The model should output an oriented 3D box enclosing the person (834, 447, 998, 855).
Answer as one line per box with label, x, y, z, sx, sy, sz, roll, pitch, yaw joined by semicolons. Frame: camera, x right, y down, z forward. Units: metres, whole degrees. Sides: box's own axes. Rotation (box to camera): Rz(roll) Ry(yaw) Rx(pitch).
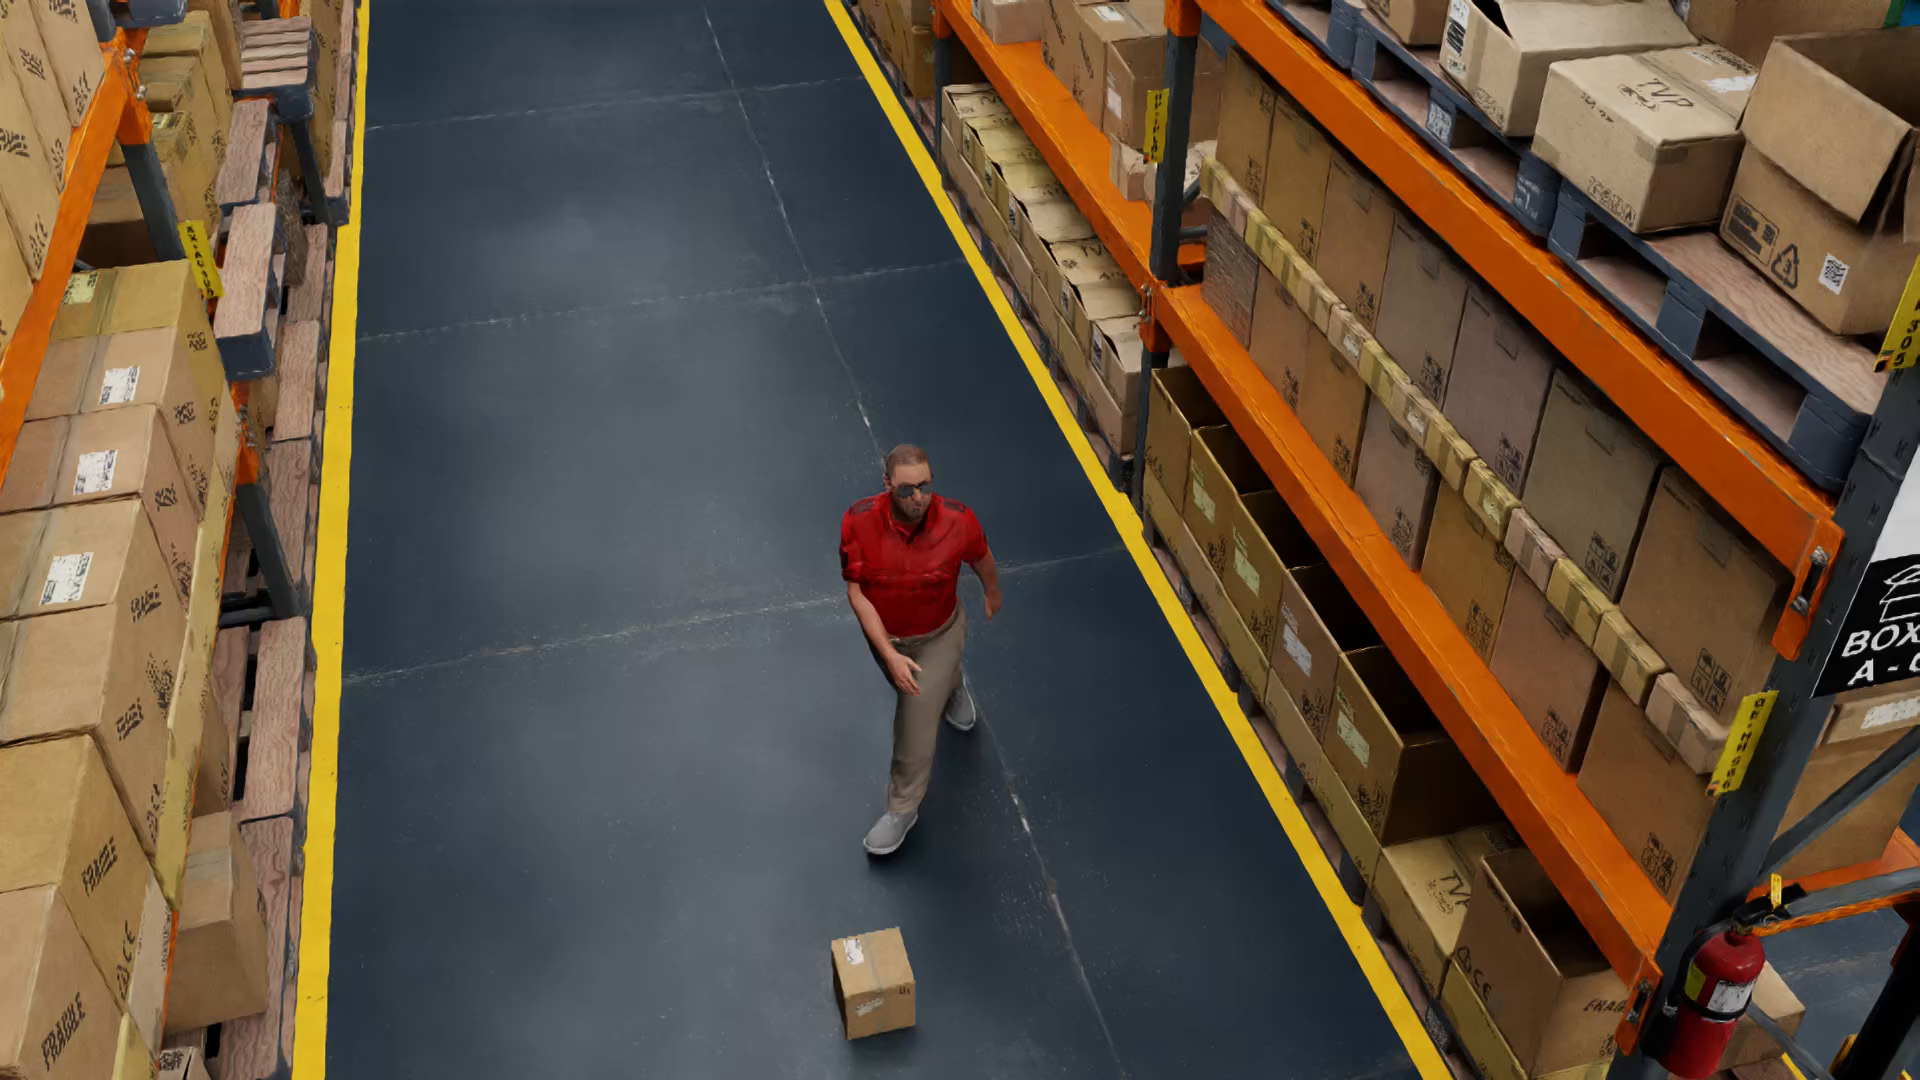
person;-0.168;0.317;6.344;0.519;1.671;0.993;10;39;12
